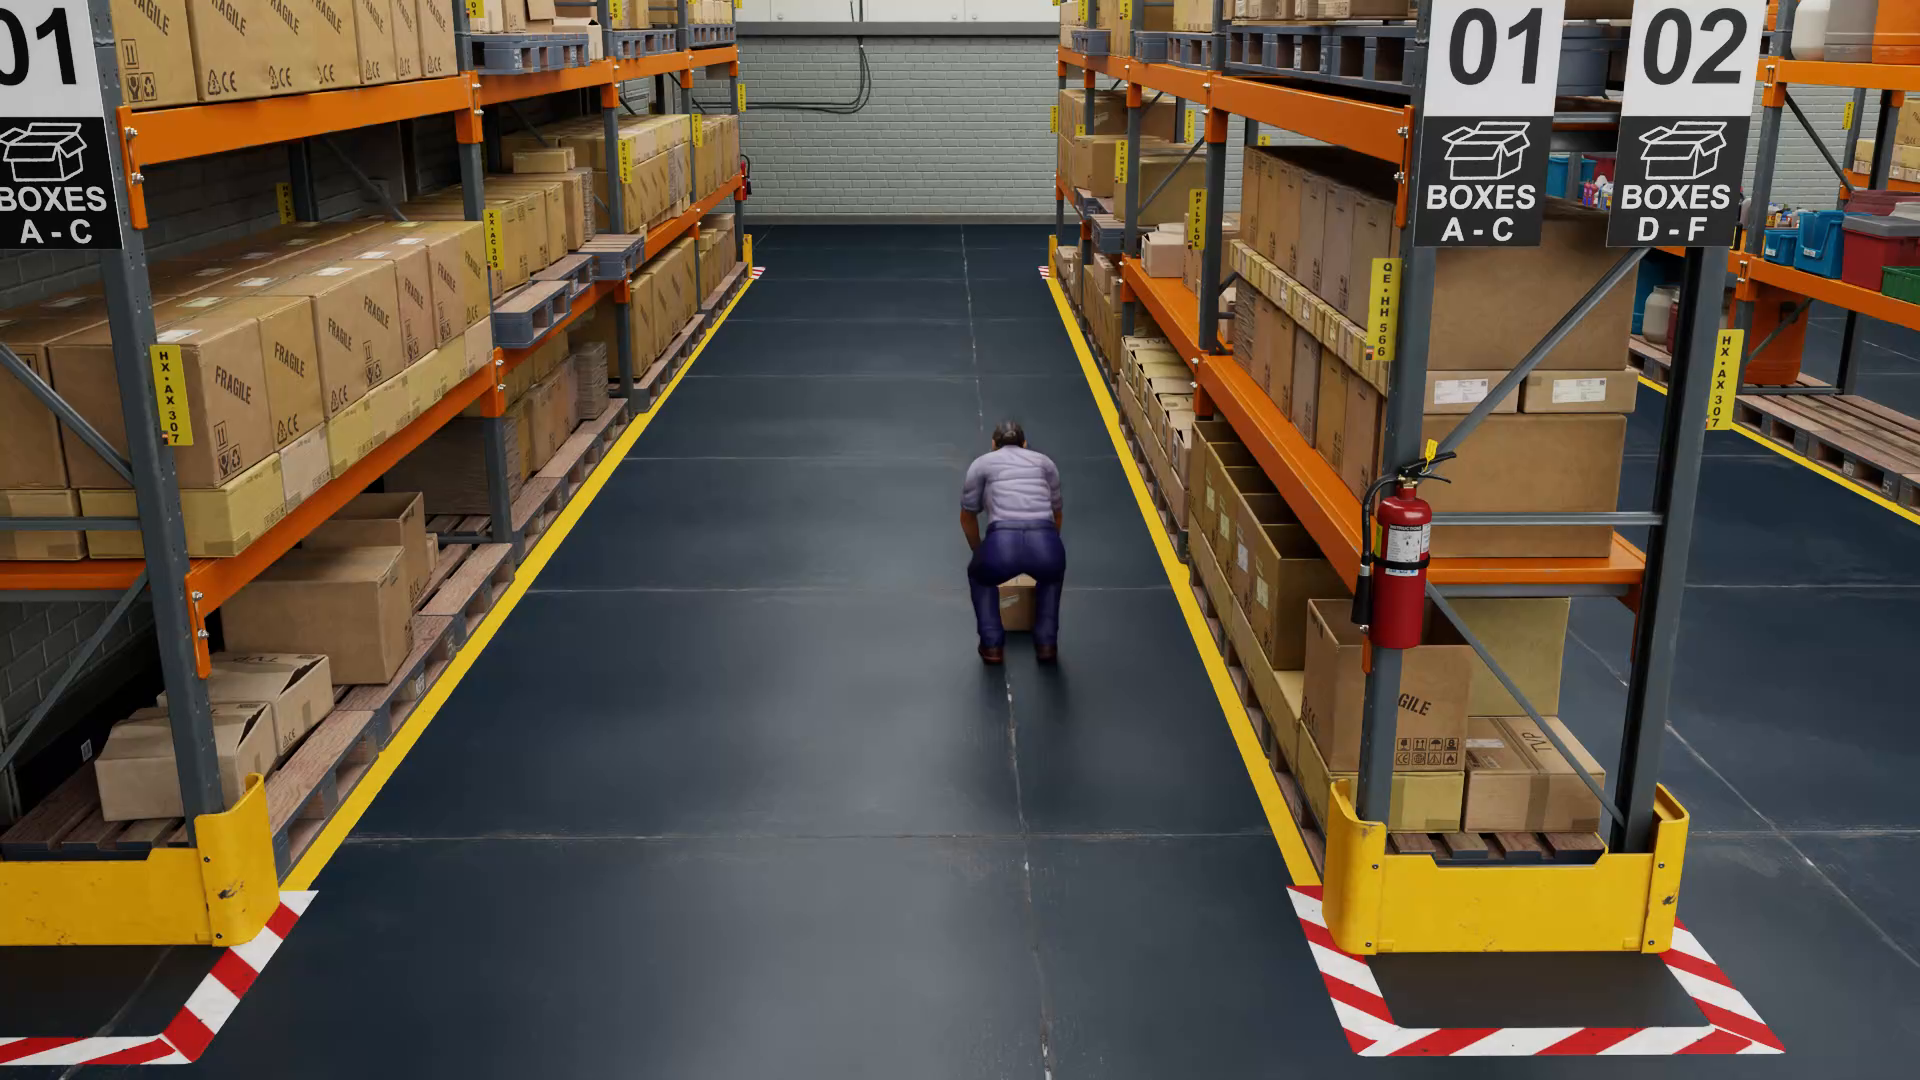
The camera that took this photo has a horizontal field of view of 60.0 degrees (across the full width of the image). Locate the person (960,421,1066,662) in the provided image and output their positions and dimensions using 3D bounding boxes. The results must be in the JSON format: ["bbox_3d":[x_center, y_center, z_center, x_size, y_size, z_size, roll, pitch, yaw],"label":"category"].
[{"bbox_3d":[0.269,0.026,8.359,0.535,1.138,0.762,0,17,0],"label":"person"}]
